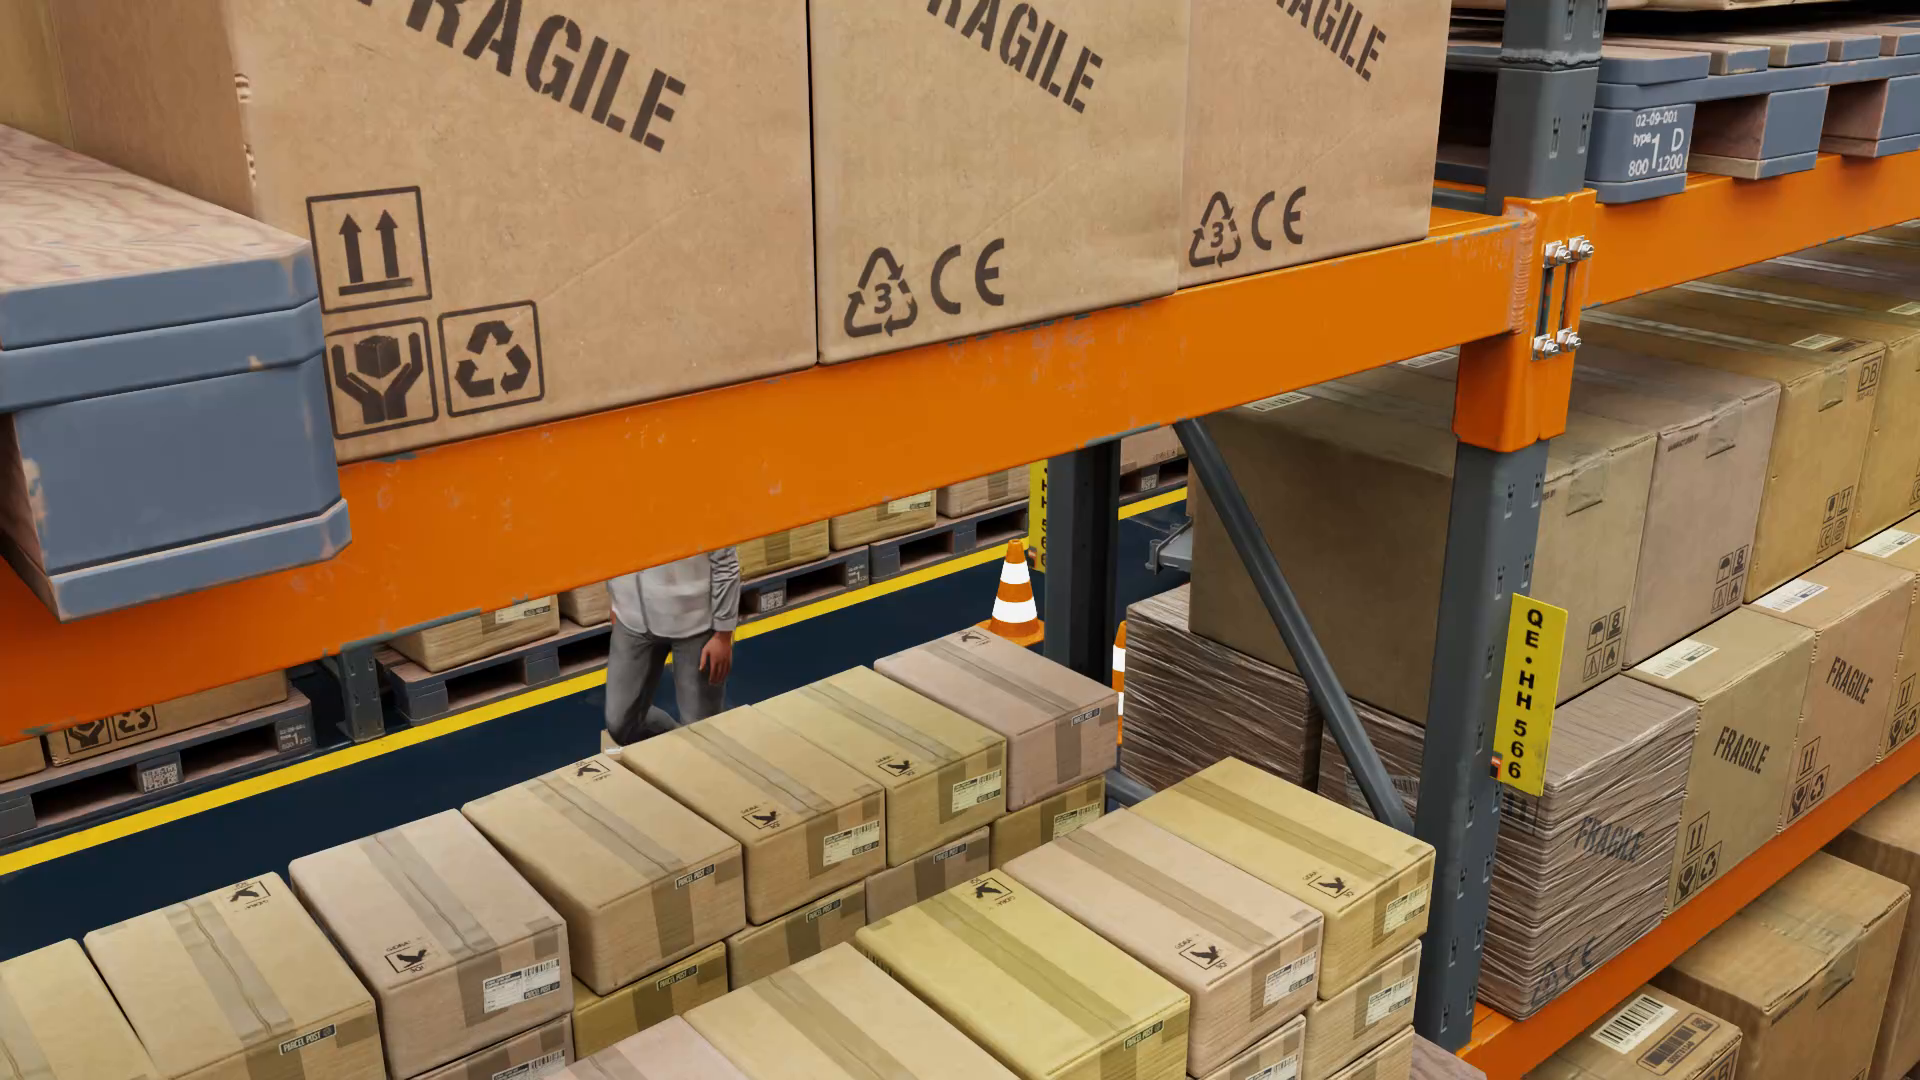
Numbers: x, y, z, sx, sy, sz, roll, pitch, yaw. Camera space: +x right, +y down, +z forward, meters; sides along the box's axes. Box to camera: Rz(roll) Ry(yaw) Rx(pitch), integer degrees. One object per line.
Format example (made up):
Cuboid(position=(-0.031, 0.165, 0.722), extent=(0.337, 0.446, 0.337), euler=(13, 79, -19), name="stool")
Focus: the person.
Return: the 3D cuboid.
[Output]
Cuboid(position=(-0.994, 0.257, 5.805), extent=(0.569, 1.755, 0.544), euler=(8, 22, 20), name="person")
